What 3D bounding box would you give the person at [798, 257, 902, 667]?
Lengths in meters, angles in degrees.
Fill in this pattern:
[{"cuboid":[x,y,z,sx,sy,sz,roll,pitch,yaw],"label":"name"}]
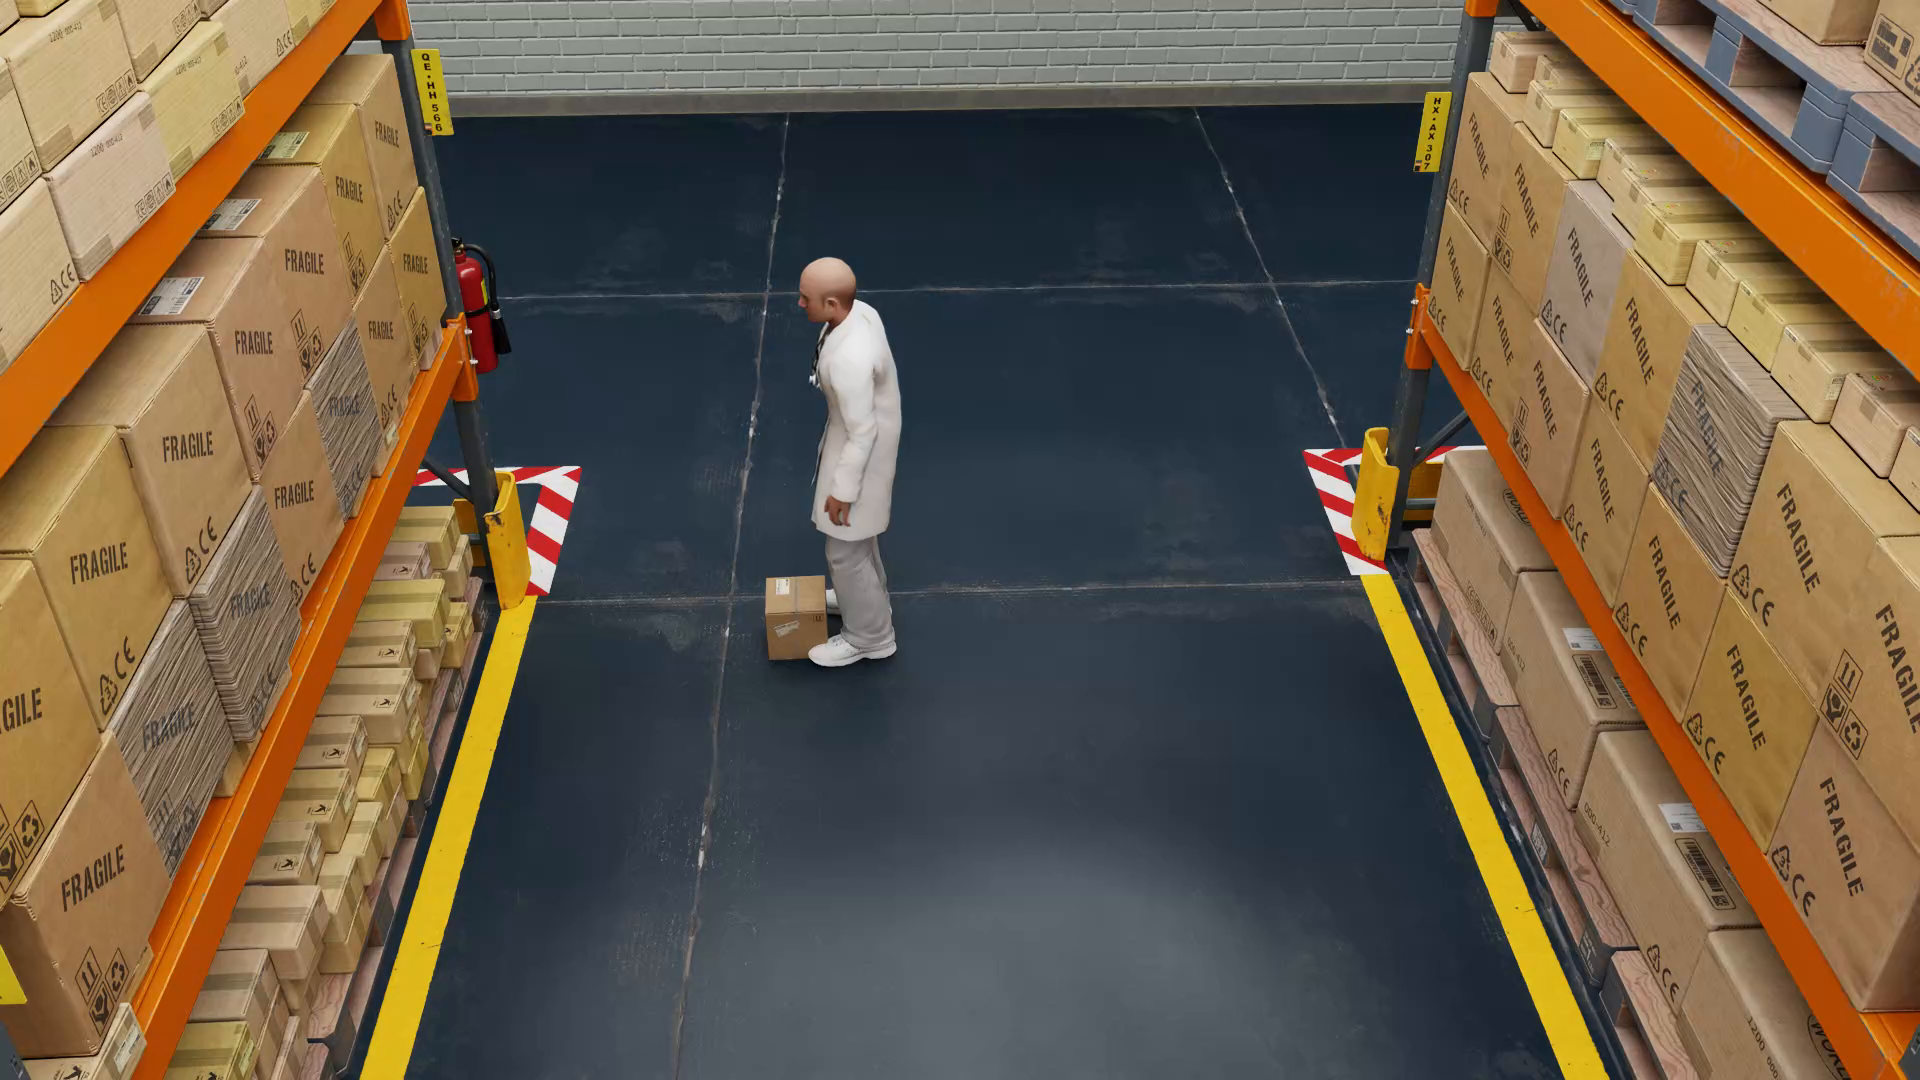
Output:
[{"cuboid":[-5.975,3.378,1.293,12.011,1.774,13.121,-1,35,-2],"label":"person"}]
